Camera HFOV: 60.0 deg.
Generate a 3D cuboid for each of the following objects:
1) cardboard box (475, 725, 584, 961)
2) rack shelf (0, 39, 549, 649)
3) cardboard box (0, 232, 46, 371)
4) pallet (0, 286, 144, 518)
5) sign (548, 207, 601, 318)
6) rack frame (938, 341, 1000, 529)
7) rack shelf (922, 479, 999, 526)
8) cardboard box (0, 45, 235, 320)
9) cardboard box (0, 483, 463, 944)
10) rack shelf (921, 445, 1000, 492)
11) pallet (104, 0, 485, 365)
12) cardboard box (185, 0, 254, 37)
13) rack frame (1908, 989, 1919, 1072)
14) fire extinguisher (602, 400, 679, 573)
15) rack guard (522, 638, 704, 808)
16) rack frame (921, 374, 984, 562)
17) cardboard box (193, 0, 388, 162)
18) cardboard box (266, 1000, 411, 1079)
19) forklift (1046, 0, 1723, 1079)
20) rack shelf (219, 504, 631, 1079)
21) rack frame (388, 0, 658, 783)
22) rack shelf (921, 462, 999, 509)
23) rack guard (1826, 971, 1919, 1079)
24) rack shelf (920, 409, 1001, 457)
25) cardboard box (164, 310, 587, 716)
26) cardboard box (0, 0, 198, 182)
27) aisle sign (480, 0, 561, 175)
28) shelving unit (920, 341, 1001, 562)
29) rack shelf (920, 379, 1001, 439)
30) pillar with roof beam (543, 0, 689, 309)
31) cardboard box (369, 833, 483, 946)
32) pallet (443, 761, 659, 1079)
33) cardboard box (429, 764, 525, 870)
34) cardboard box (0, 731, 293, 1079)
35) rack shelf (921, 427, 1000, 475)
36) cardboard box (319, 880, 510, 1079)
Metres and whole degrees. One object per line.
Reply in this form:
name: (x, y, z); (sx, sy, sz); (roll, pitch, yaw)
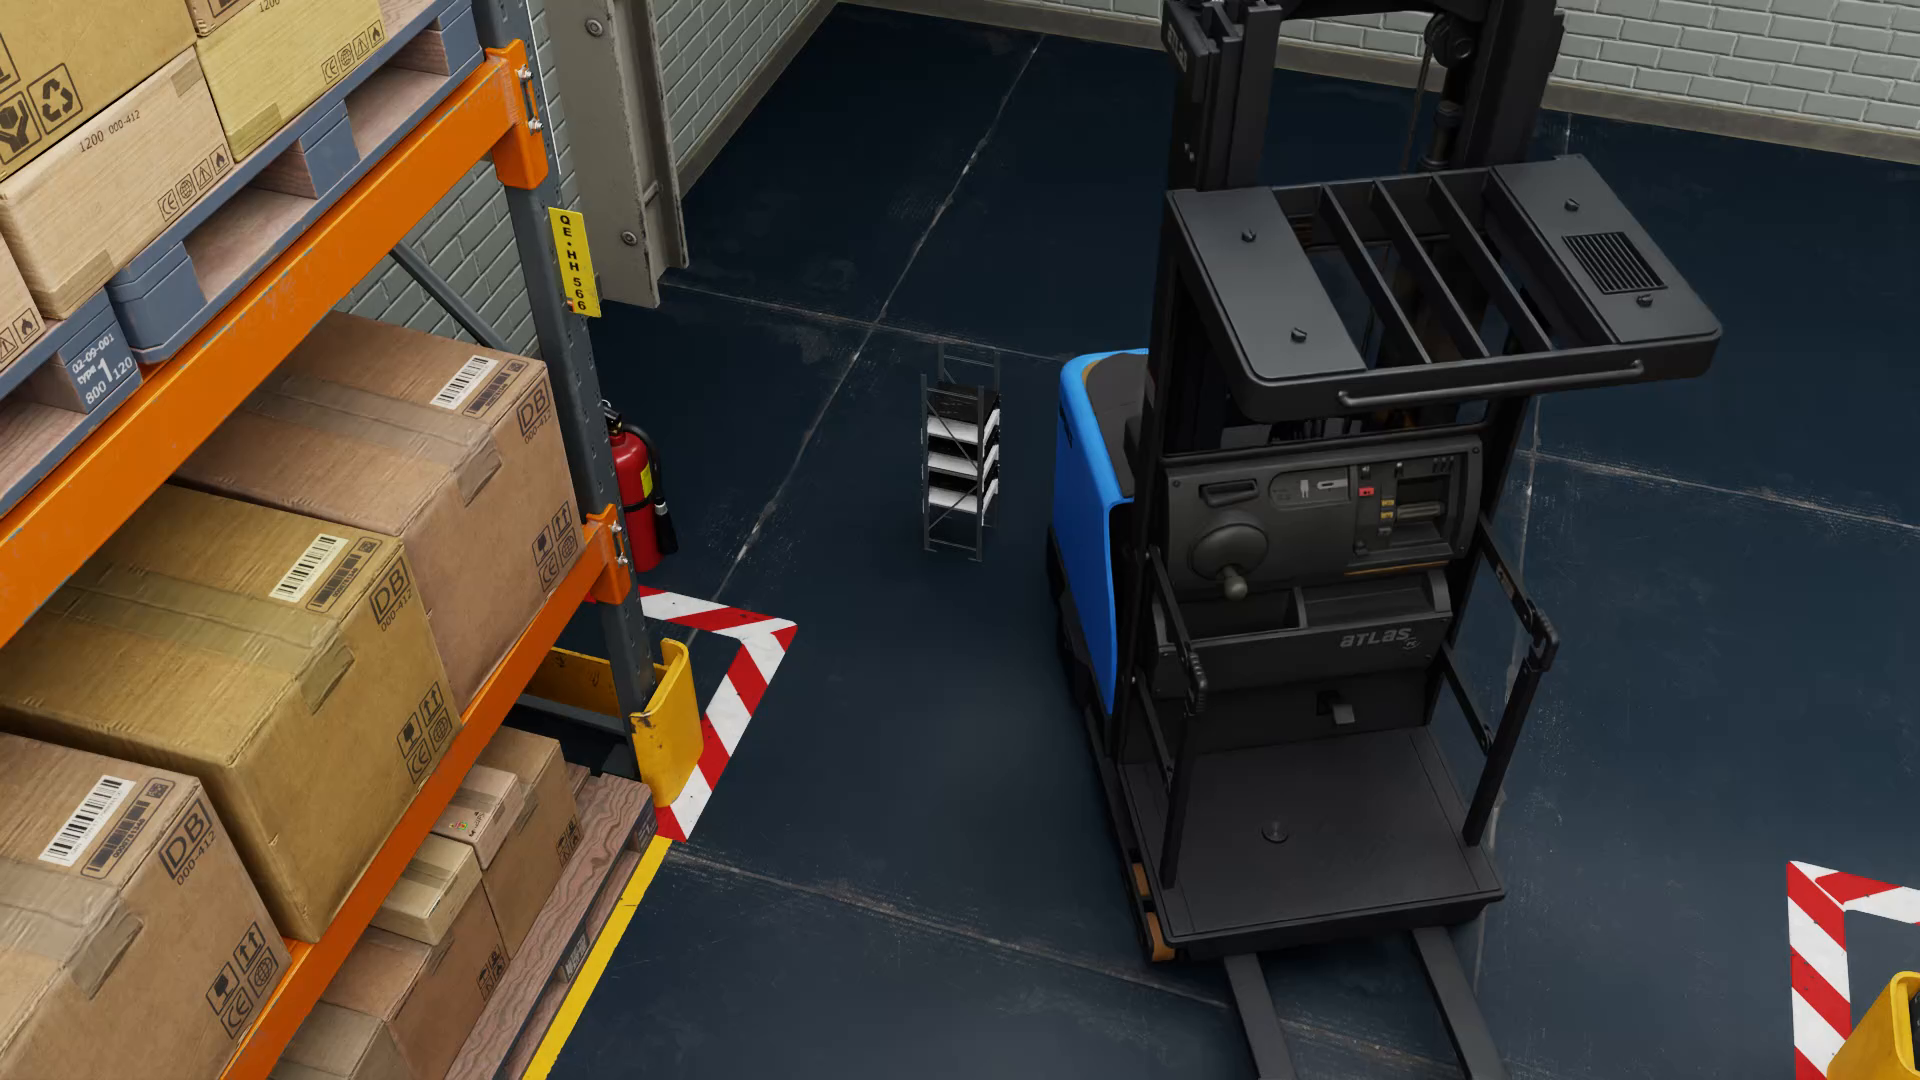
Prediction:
cardboard box: (-1.638, 0.883, 5.190); (0.700, 0.500, 0.500); (13, 46, 13)
rack shelf: (-2.127, 0.170, 2.801); (1.077, 0.370, 4.000); (13, 46, 13)
cardboard box: (-1.800, -0.313, 2.516); (0.500, 0.250, 0.500); (11, 45, 11)
pallet: (-2.104, -0.076, 2.602); (1.003, 0.211, 1.213); (13, 46, 13)
sign: (-1.008, -0.723, 4.346); (0.100, 0.325, 0.005); (13, 46, 13)
rack frame: (0.033, -0.395, 6.510); (0.240, 0.900, 0.006); (13, 46, 13)
rack shelf: (0.002, -0.175, 6.590); (0.258, 0.077, 0.200); (13, 46, 13)
cardboard box: (-1.647, -0.661, 2.872); (0.500, 0.250, 0.500); (11, 45, 11)
cardboard box: (-1.876, 0.374, 4.009); (0.980, 0.700, 0.700); (12, 46, 12)
rack shelf: (0.002, -0.303, 6.464); (0.258, 0.077, 0.200); (13, 46, 13)
pallet: (-1.736, -0.892, 3.435); (1.003, 0.211, 1.213); (13, 46, 13)
cardboard box: (-1.483, -1.275, 2.963); (0.500, 0.500, 0.500); (12, 46, 12)
rack frame: (3.201, 0.699, 3.891); (1.000, 3.000, 0.127); (13, 46, 13)
fire extinguisher: (-1.036, -0.190, 5.121); (0.296, 0.674, 0.183); (13, 46, 13)
rack guard: (-1.514, 0.529, 5.852); (1.175, 0.500, 0.348); (13, 46, 13)
rack frame: (-0.028, -0.259, 6.372); (0.240, 0.900, 0.006); (13, 46, 13)
cardboard box: (-1.490, -1.008, 3.226); (0.500, 0.250, 0.500); (14, 46, 14)
cardboard box: (-1.941, 1.552, 4.506); (0.700, 0.500, 0.500); (11, 45, 11)
forklift: (1.083, 0.031, 4.623); (1.130, 2.935, 3.031); (-6, 45, -7)
rack shelf: (-2.127, 1.242, 3.850); (1.077, 0.370, 4.000); (13, 46, 13)
rack frame: (-1.521, -0.348, 4.961); (1.000, 3.000, 0.127); (13, 46, 13)
rack shelf: (0.002, -0.239, 6.527); (0.258, 0.077, 0.200); (13, 46, 13)
rack guard: (3.178, 1.643, 4.714); (1.175, 0.500, 0.348); (13, 46, 13)
rack shelf: (0.002, -0.432, 6.338); (0.258, 0.077, 0.200); (13, 46, 13)
cardboard box: (-1.666, -0.113, 4.507); (0.980, 0.700, 0.700); (14, 46, 14)
cardboard box: (-1.645, -0.944, 2.624); (0.500, 0.500, 0.500); (14, 46, 14)
aisle sign: (-1.214, -1.262, 4.036); (0.394, 0.787, 0.004); (13, 46, 13)
shelving unit: (0.002, -0.327, 6.441); (0.258, 0.900, 0.210); (13, 46, 13)
rack shelf: (0.002, -0.496, 6.275); (0.258, 0.077, 0.200); (13, 46, 13)
pillar with roof beam: (2.575, -3.563, 3.958); (9.100, 9.000, 0.400); (13, 46, 13)
cardboard box: (-1.580, 0.946, 4.662); (0.380, 0.149, 0.250); (14, 46, 14)
pallet: (-1.689, 1.198, 5.375); (1.003, 0.211, 1.213); (13, 46, 13)
cardboard box: (-1.503, 0.775, 4.836); (0.380, 0.149, 0.250); (12, 46, 12)
cardboard box: (-2.116, 0.880, 3.491); (0.980, 0.700, 0.700); (10, 45, 11)
rack shelf: (0.002, -0.368, 6.401); (0.258, 0.077, 0.200); (13, 46, 13)
cardboard box: (-1.789, 1.216, 4.849); (0.700, 0.500, 0.500); (12, 46, 12)
